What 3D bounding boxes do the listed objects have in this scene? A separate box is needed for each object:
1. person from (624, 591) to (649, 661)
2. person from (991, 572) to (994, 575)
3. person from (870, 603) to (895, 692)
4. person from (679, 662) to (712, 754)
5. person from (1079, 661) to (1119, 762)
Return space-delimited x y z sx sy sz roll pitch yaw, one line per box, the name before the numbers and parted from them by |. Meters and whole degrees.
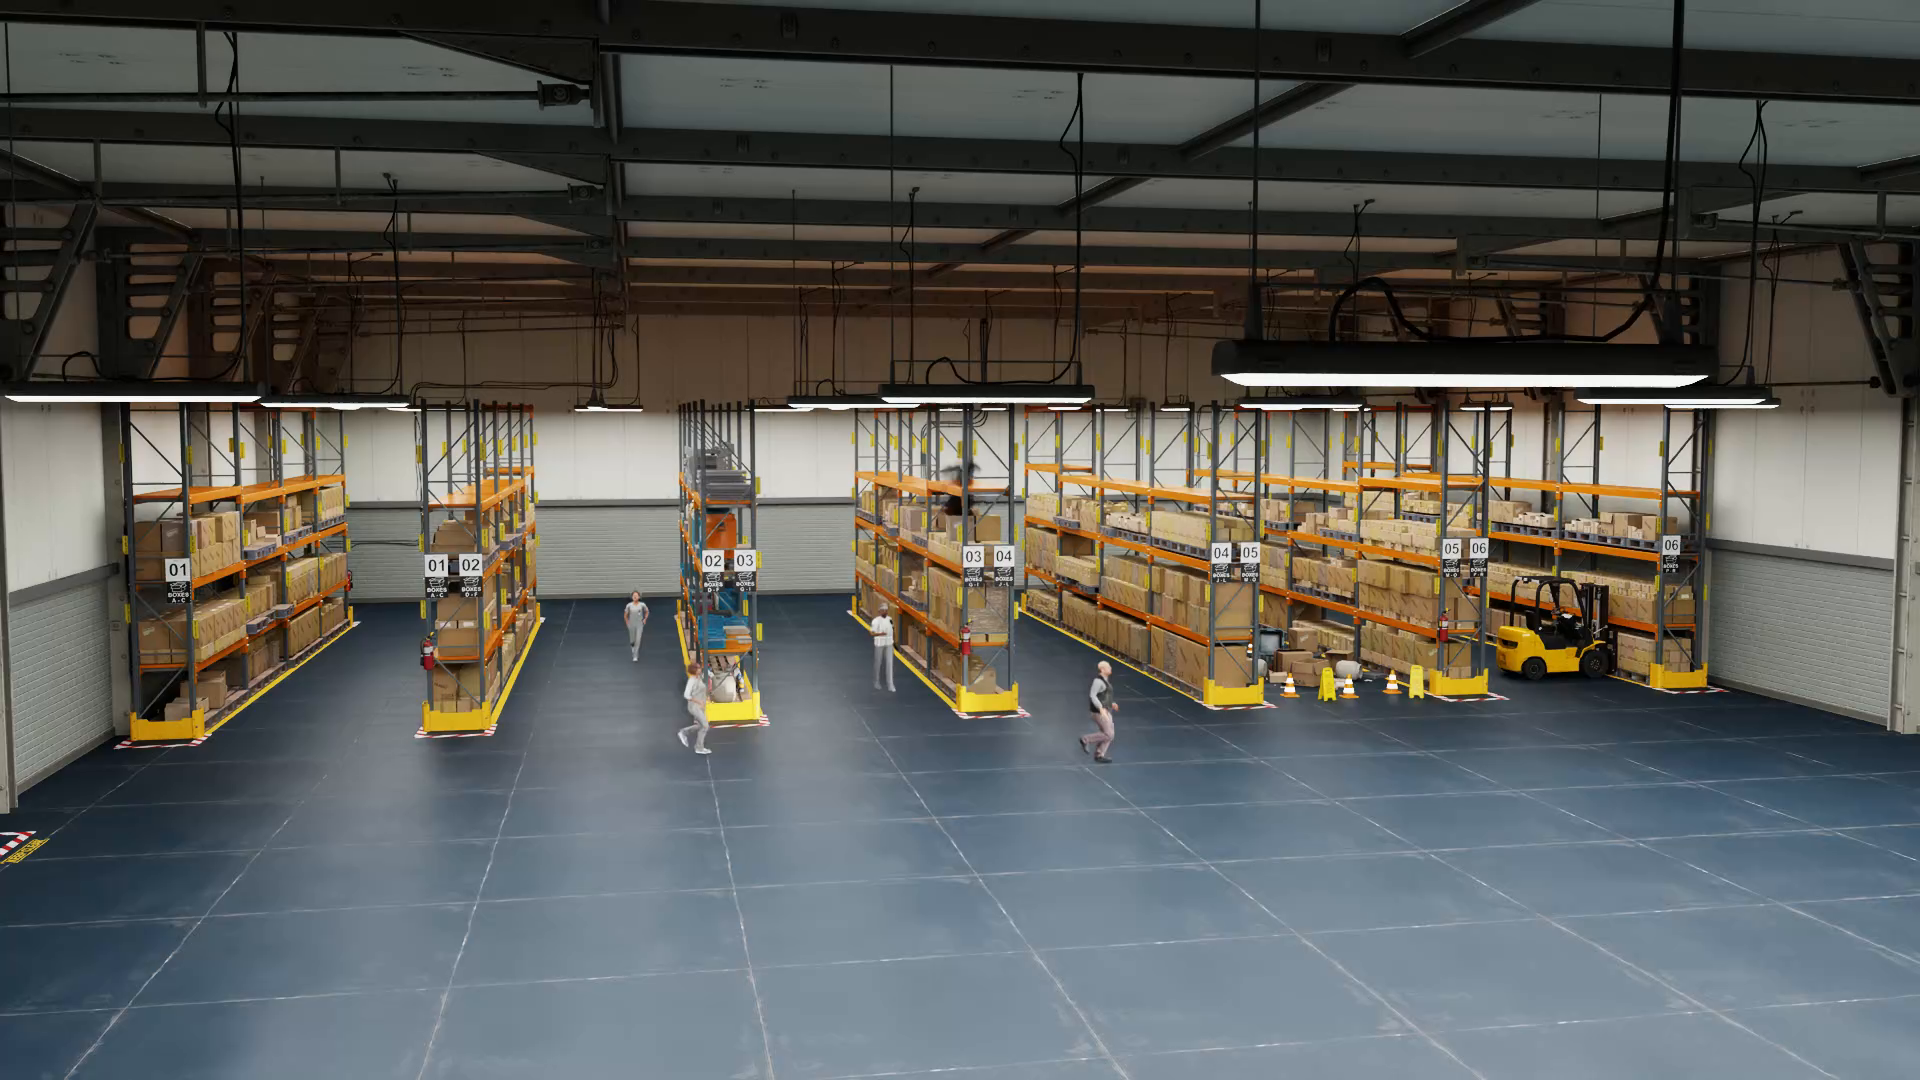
person | -7.526 2.002 38.717 0.579 1.626 0.713 -1 4 -9
person | 1.154 1.372 45.976 0.682 1.733 0.756 -1 4 -7
person | -1.493 2.103 32.725 0.582 1.728 0.838 -2 5 -22
person | -4.492 2.837 28.049 0.594 1.537 0.537 1 4 9
person | 2.293 2.827 27.427 0.616 1.672 0.648 1 5 19
